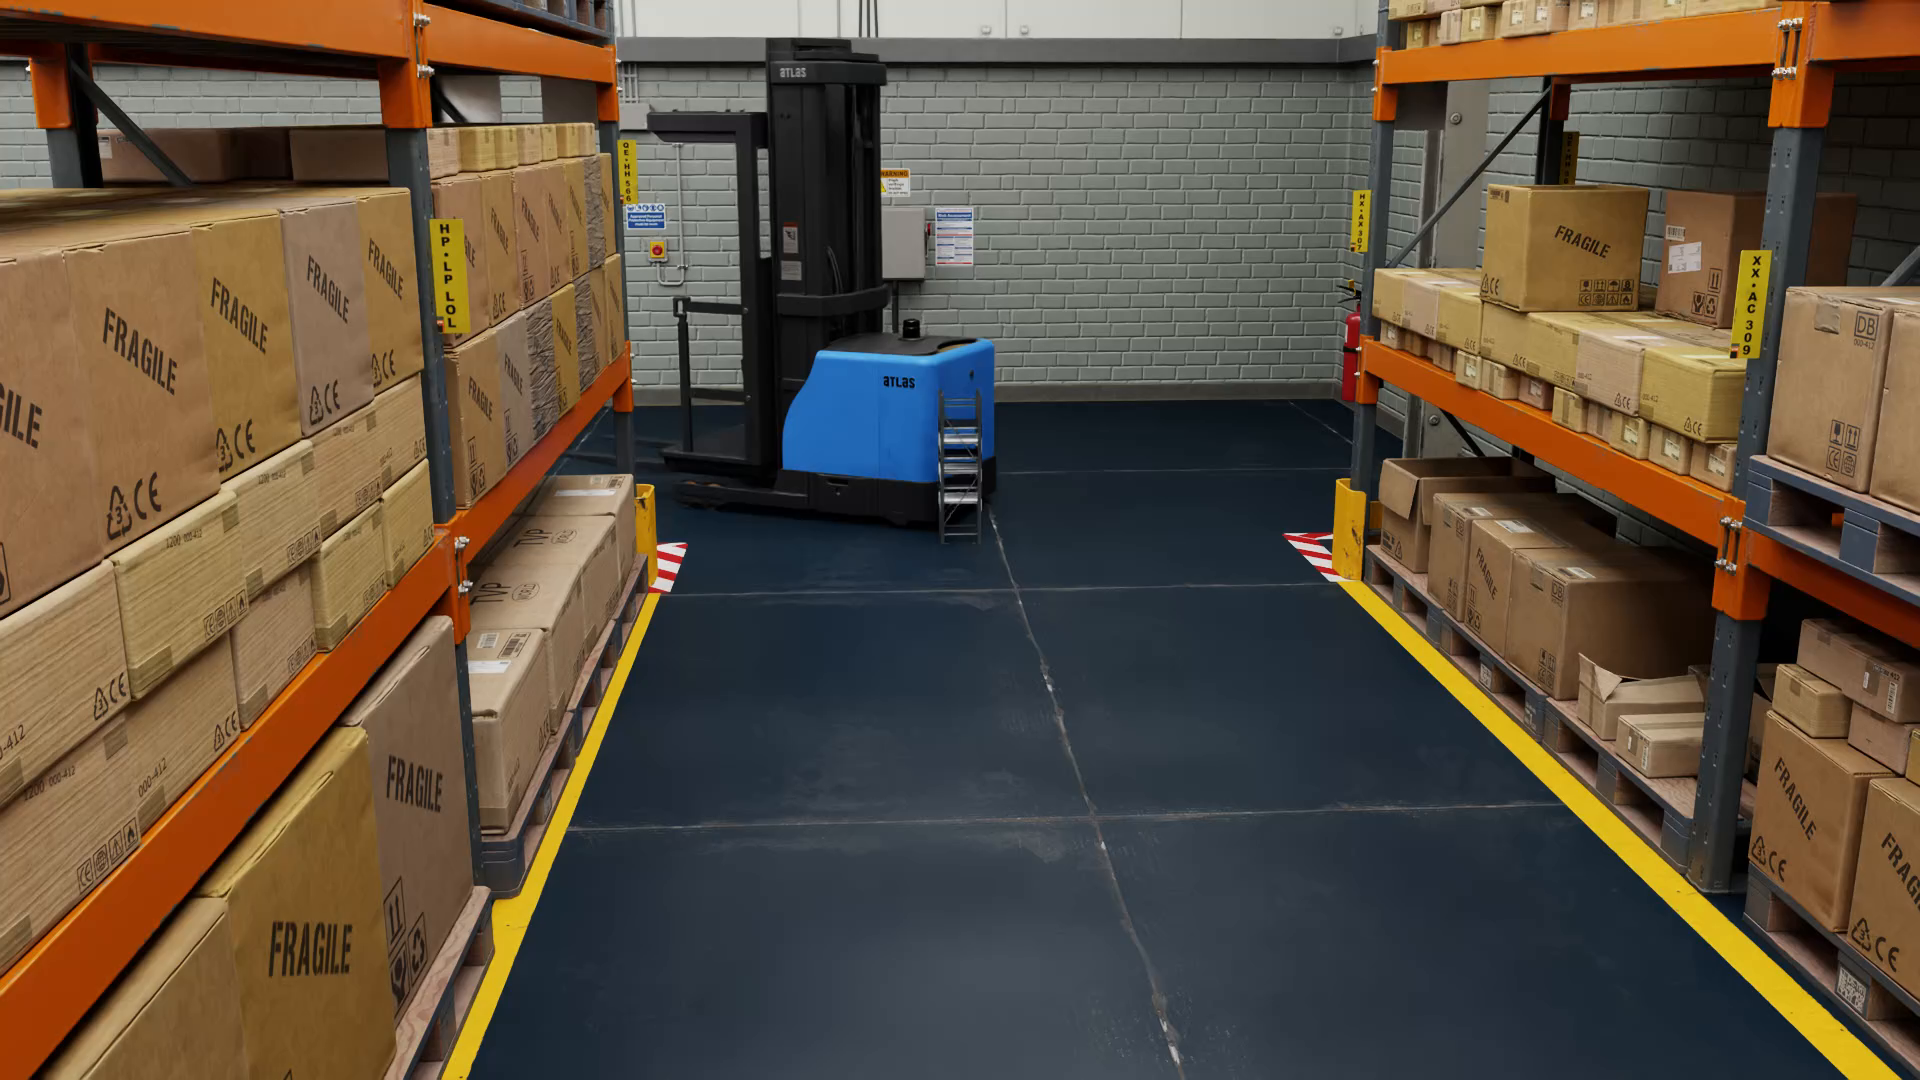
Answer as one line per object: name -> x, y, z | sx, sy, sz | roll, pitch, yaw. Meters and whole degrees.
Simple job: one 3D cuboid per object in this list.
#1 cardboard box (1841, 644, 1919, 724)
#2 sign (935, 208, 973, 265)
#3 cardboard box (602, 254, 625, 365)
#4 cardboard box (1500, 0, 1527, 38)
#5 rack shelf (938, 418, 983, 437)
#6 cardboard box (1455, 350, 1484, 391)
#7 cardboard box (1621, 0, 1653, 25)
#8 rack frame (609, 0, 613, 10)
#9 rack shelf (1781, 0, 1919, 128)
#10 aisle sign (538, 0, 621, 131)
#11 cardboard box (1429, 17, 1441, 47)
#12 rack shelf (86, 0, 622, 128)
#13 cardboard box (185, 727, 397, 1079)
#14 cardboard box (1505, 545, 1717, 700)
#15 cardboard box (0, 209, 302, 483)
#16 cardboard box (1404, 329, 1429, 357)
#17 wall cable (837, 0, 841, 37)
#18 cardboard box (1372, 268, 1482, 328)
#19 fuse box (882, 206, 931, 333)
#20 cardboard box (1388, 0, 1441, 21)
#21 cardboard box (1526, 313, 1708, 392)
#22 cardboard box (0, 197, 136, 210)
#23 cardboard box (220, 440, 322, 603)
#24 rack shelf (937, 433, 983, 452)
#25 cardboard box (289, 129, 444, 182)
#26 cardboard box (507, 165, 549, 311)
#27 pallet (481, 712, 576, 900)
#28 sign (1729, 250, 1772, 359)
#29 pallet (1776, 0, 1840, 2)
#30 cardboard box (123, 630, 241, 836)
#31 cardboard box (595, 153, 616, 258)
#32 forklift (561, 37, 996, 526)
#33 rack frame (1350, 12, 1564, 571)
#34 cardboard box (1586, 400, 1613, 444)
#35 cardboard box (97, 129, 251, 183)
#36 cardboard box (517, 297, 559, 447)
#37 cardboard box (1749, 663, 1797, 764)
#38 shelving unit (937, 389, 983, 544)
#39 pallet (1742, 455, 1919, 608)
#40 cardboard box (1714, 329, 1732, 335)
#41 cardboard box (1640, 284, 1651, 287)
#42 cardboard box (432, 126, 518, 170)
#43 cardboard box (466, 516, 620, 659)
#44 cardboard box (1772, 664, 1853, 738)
cardboard box -> 2.760, 0.402, 4.718 | 0.380, 0.149, 0.250 | -2, 15, -6
sign -> -0.049, -2.632, 14.428 | 0.329, 0.494, 0.001 | -1, 14, -3
cardboard box -> -1.968, -1.154, 8.289 | 0.500, 0.500, 0.500 | -1, 14, -3
cardboard box -> 2.478, -2.164, 6.902 | 0.380, 0.149, 0.250 | -1, 14, -3
rack shelf -> -0.001, -0.667, 9.863 | 0.258, 0.077, 0.200 | -1, 14, -3
cardboard box -> 2.469, -0.770, 7.503 | 0.380, 0.149, 0.250 | -1, 14, -5
cardboard box -> 2.592, -1.909, 5.909 | 0.380, 0.149, 0.250 | -1, 14, -4
rack frame -> -2.262, -4.126, 8.005 | 1.000, 3.000, 0.127 | -1, 14, -3
rack shelf -> 3.064, -0.911, 2.970 | 1.077, 0.370, 4.000 | -1, 14, -3
aisle sign -> -1.957, -2.503, 8.517 | 0.394, 0.787, 0.004 | -1, 14, -3
cardboard box -> 2.522, -2.482, 8.137 | 0.380, 0.149, 0.250 | -1, 14, -2
rack shelf -> -2.138, -1.828, 6.535 | 1.077, 0.370, 4.000 | -1, 14, -3
cardboard box -> -1.832, 0.977, 3.631 | 0.875, 0.875, 0.875 | 0, 14, -2
cardboard box -> 2.714, 0.334, 6.884 | 0.700, 0.500, 0.500 | -1, 14, -6
cardboard box -> -1.685, -0.397, 3.341 | 0.500, 0.500, 0.500 | 0, 14, -2
cardboard box -> 2.500, -1.028, 8.508 | 0.380, 0.149, 0.250 | -1, 14, -2
wall cable -> -2.145, -5.548, 13.529 | 2.355, 3.000, 0.029 | -1, 14, -3
cardboard box -> 2.451, -1.253, 8.581 | 0.500, 0.250, 0.500 | -1, 14, -3
fuse box -> -0.529, -1.995, 14.347 | 0.539, 1.711, 0.414 | -1, 14, -3
cardboard box -> 2.447, -2.708, 8.216 | 0.500, 0.250, 0.500 | -1, 14, -4
cardboard box -> 2.601, -0.747, 6.613 | 0.500, 0.250, 0.500 | -1, 14, -4
cardboard box -> -2.215, -0.519, 3.816 | 0.500, 0.500, 0.500 | -1, 14, -4
cardboard box -> -1.668, -0.037, 3.448 | 0.500, 0.250, 0.500 | -1, 14, -2
rack shelf -> -0.001, -0.580, 9.886 | 0.258, 0.077, 0.200 | -1, 14, -3
cardboard box -> -1.775, -1.156, 4.989 | 0.380, 0.149, 0.250 | -1, 14, -4
cardboard box -> -1.847, -1.134, 6.208 | 0.500, 0.500, 0.500 | -1, 14, -2
pallet -> -1.983, 0.934, 5.973 | 1.003, 0.211, 1.213 | -1, 14, -3
sign -> 2.399, -0.713, 5.039 | 0.100, 0.325, 0.005 | -1, 14, -3
pallet -> 2.910, -1.502, 4.202 | 1.213, 0.211, 1.003 | -1, 14, -3
cardboard box -> -1.656, 0.335, 3.006 | 0.500, 0.250, 0.500 | -1, 14, -3
cardboard box -> -1.994, -1.637, 8.164 | 0.500, 0.500, 0.500 | 0, 14, -2
forklift -> -1.321, -1.731, 10.873 | 3.031, 2.935, 1.130 | 7, 16, 24
rack frame -> 2.692, -1.299, 9.054 | 1.000, 3.000, 0.127 | -1, 14, -3
cardboard box -> 2.601, -0.452, 6.267 | 0.380, 0.149, 0.250 | -1, 14, -2
cardboard box -> -2.351, -1.145, 4.947 | 0.380, 0.149, 0.250 | -1, 14, -5
cardboard box -> -1.833, -0.644, 6.311 | 0.500, 0.500, 0.500 | -1, 14, -3
cardboard box -> 3.135, 0.627, 6.123 | 0.500, 0.311, 0.500 | 0, 14, -1
shelving unit -> -0.001, -0.438, 9.922 | 0.258, 0.900, 0.210 | -1, 14, -3
pallet -> 2.880, -0.010, 4.432 | 1.003, 0.211, 1.213 | -1, 14, -3
cardboard box -> 3.141, -0.627, 6.148 | 0.500, 0.250, 0.500 | -1, 14, -4
cardboard box -> 3.016, -1.131, 8.108 | 0.500, 0.250, 0.500 | -1, 14, -3
cardboard box -> -1.806, -1.411, 5.982 | 0.380, 0.149, 0.250 | -1, 14, -5
cardboard box -> -2.056, 0.206, 7.503 | 0.875, 0.438, 0.875 | 0, 14, -2
cardboard box -> 2.696, 0.483, 5.003 | 0.380, 0.149, 0.250 | 0, 14, -1
